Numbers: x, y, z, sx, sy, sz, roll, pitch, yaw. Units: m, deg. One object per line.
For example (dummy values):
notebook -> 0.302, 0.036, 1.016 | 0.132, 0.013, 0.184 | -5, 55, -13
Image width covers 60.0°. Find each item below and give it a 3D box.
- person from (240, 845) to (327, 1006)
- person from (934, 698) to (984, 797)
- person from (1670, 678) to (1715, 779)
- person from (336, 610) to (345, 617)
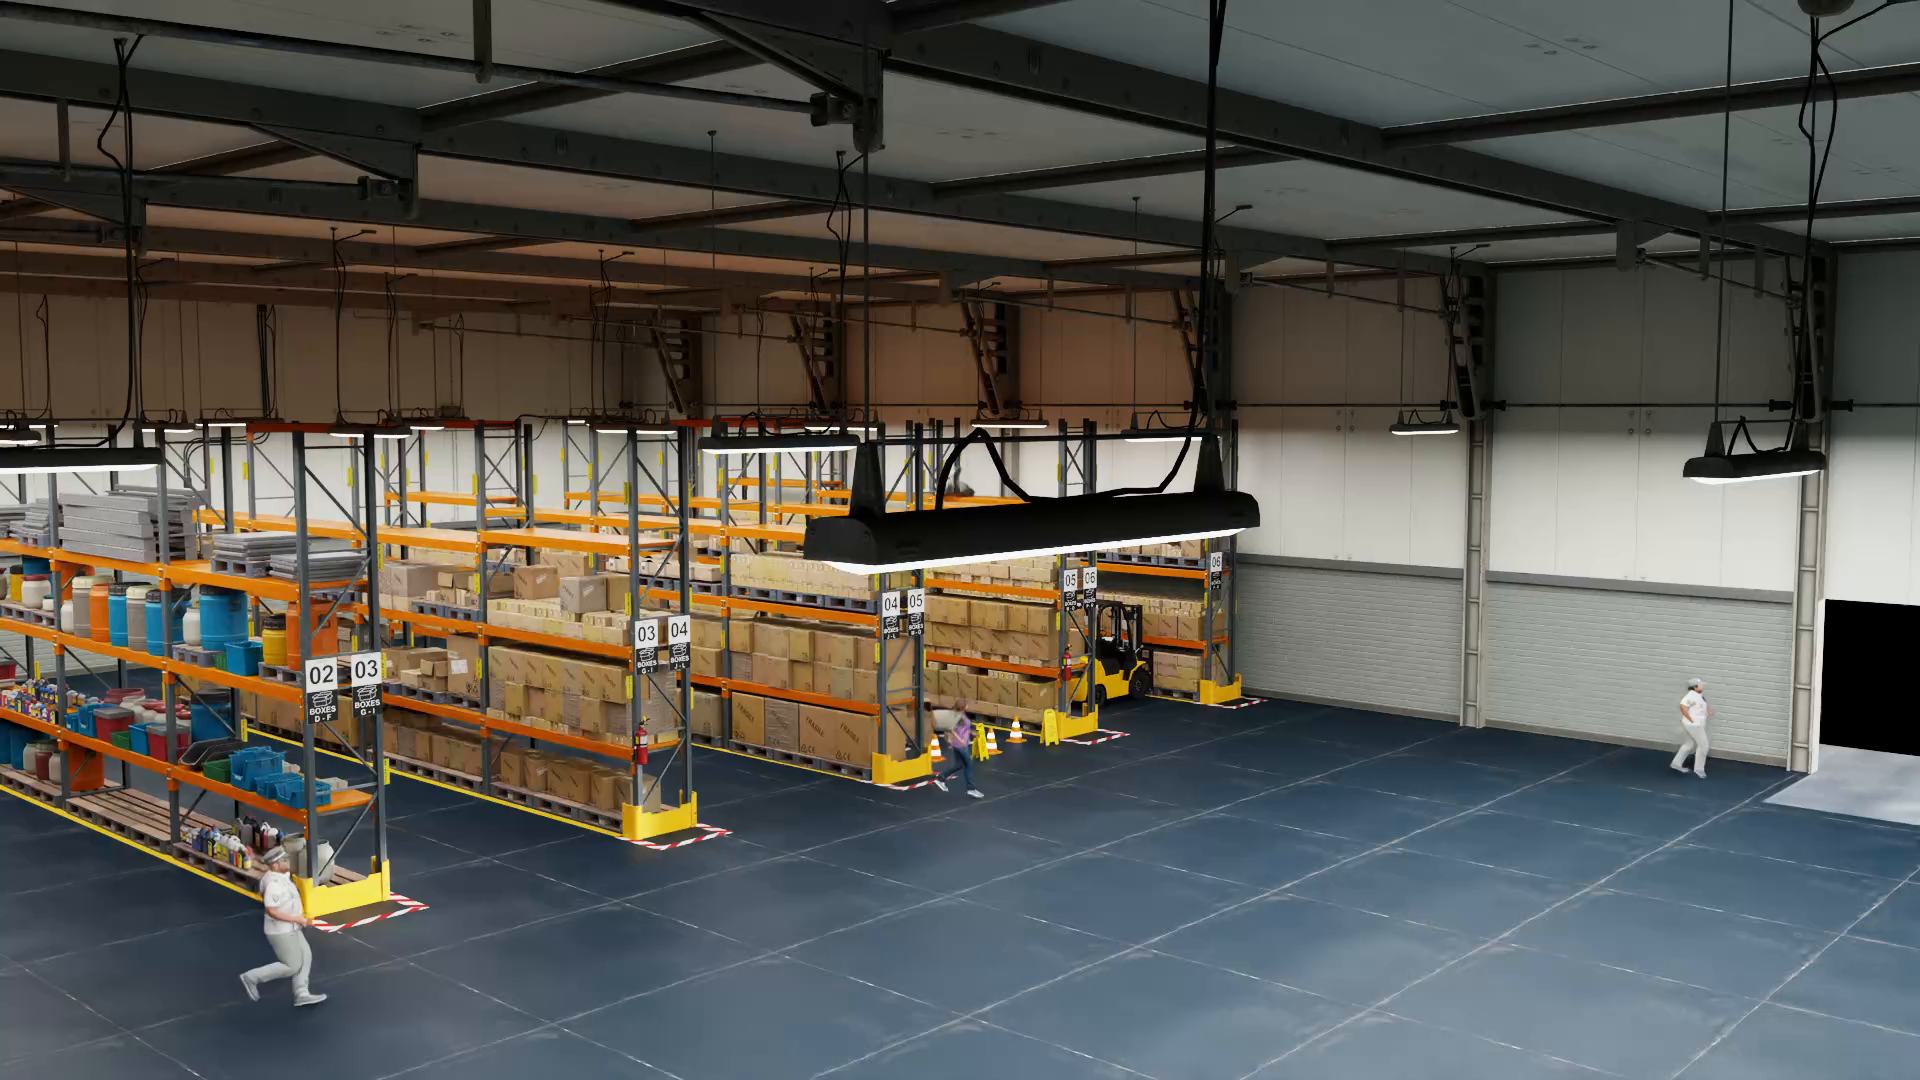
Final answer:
person -> -7.099, 4.046, 17.411 | 0.835, 1.743, 0.677 | -2, 5, -22
person -> -0.016, 3.338, 26.829 | 0.804, 1.605, 0.558 | 0, 5, -1
person -> 12.485, 3.215, 28.326 | 0.678, 1.727, 0.590 | 2, 5, 24
person -> -14.341, 2.411, 38.273 | 0.733, 1.667, 0.765 | 0, 5, -2
